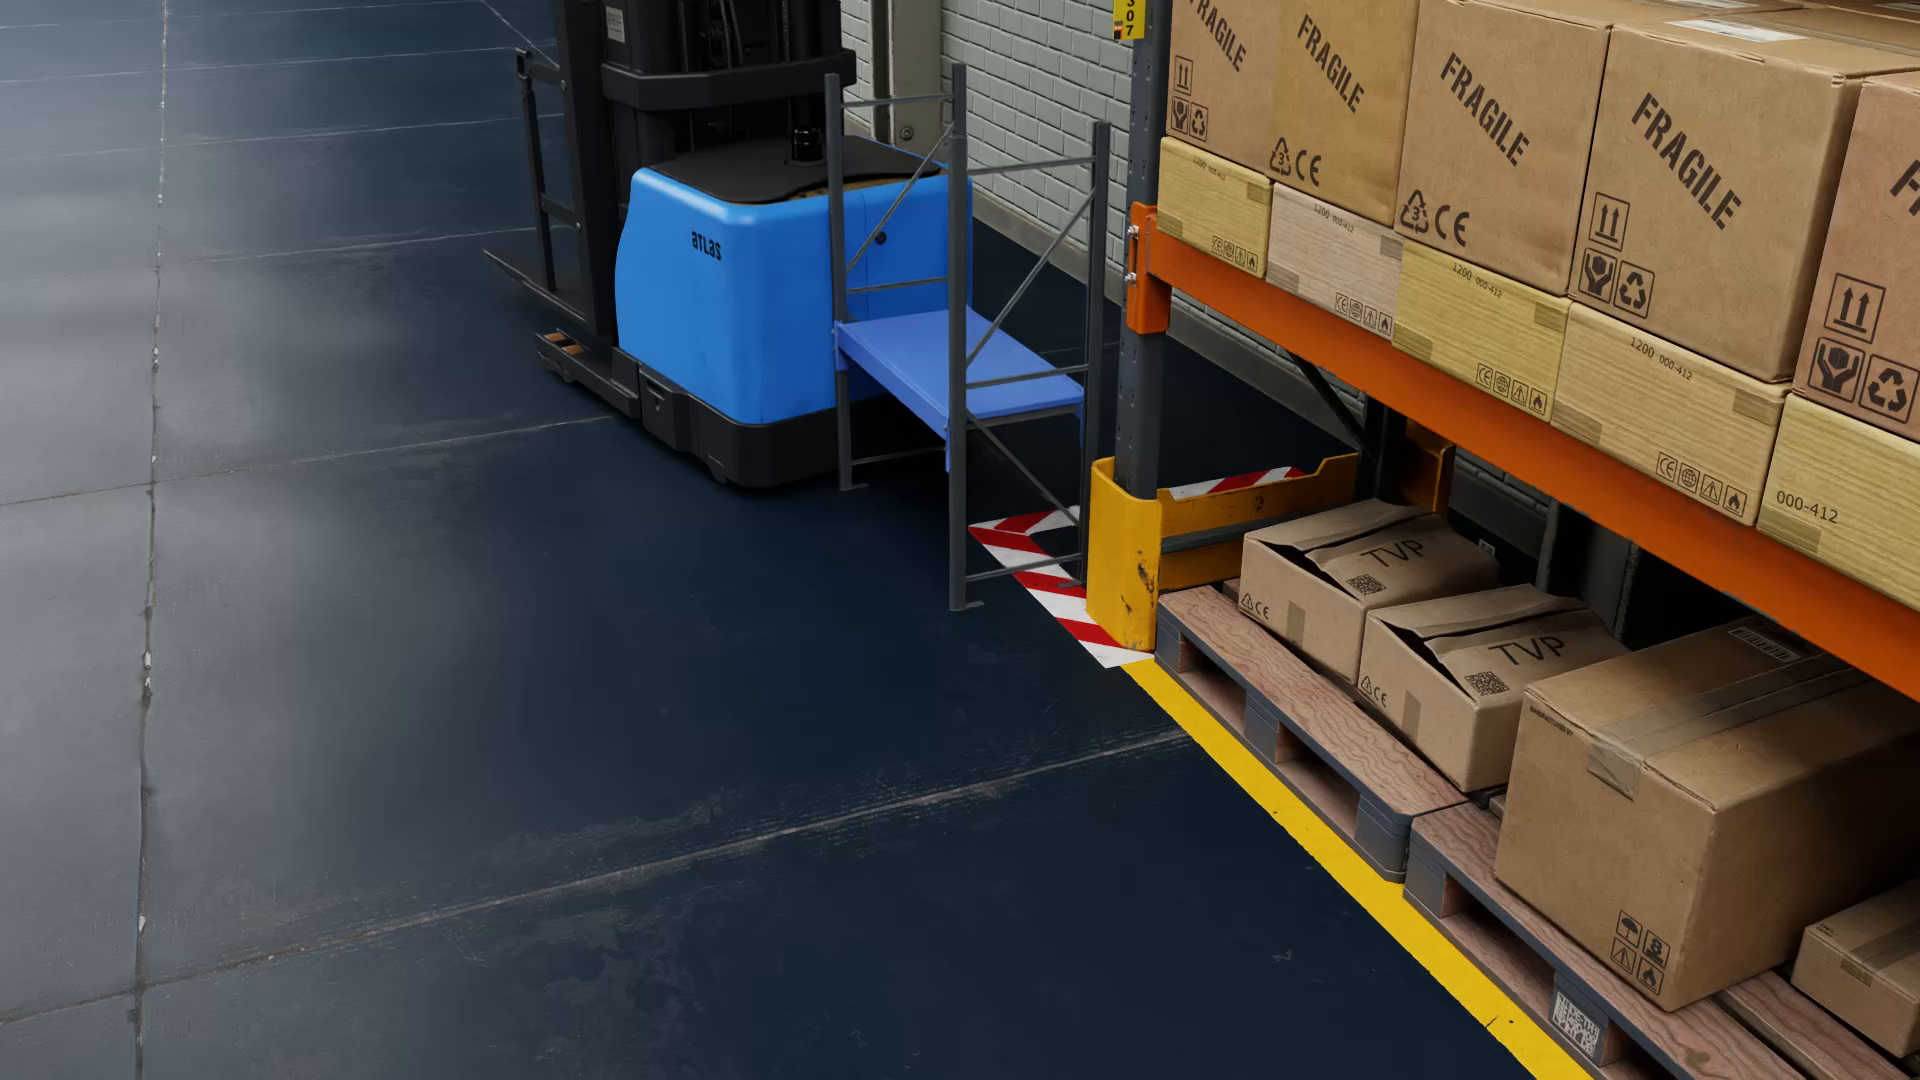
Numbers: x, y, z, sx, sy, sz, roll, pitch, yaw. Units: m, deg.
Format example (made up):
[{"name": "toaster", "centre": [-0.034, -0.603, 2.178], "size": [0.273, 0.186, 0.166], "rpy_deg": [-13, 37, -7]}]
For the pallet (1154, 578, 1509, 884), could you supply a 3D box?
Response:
[{"name": "pallet", "centre": [1.271, 0.417, 4.655], "size": [1.003, 0.211, 1.213], "rpy_deg": [-11, 28, -21]}]

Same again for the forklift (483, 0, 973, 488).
[{"name": "forklift", "centre": [-1.199, -2.095, 6.700], "size": [1.130, 2.935, 3.031], "rpy_deg": [-17, 31, -31]}]

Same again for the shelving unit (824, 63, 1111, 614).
[{"name": "shelving unit", "centre": [-0.006, -0.695, 5.464], "size": [0.538, 1.500, 1.048], "rpy_deg": [-11, 28, -21]}]

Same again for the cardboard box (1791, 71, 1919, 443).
[{"name": "cardboard box", "centre": [1.665, -0.408, 2.459], "size": [0.500, 0.500, 0.500], "rpy_deg": [-11, 28, -22]}]

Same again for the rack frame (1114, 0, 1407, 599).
[{"name": "rack frame", "centre": [0.956, -1.200, 4.790], "size": [1.000, 3.000, 0.127], "rpy_deg": [-11, 28, -21]}]

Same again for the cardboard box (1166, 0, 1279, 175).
[{"name": "cardboard box", "centre": [0.866, -1.235, 4.153], "size": [0.500, 0.500, 0.500], "rpy_deg": [-11, 28, -21]}]

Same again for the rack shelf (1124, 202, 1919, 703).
[{"name": "rack shelf", "centre": [1.739, -0.070, 3.294], "size": [1.077, 0.370, 4.000], "rpy_deg": [-11, 28, -21]}]

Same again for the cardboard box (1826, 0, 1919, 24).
[{"name": "cardboard box", "centre": [1.928, -0.709, 3.077], "size": [0.500, 0.500, 0.500], "rpy_deg": [-10, 28, -20]}]

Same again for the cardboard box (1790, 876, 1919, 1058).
[{"name": "cardboard box", "centre": [1.914, 0.849, 3.341], "size": [0.380, 0.149, 0.250], "rpy_deg": [-13, 29, -25]}]

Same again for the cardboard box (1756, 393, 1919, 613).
[{"name": "cardboard box", "centre": [1.659, -0.069, 2.621], "size": [0.500, 0.250, 0.500], "rpy_deg": [-11, 28, -21]}]

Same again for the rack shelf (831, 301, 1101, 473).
[{"name": "rack shelf", "centre": [-0.006, -0.533, 5.543], "size": [0.538, 0.185, 1.000], "rpy_deg": [-11, 28, -21]}]

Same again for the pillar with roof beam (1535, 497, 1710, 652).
[{"name": "pillar with roof beam", "centre": [-1.935, -3.023, 1.684], "size": [9.100, 9.000, 0.400], "rpy_deg": [-11, 28, -21]}]

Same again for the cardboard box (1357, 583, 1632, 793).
[{"name": "cardboard box", "centre": [1.367, 0.335, 4.208], "size": [0.500, 0.311, 0.500], "rpy_deg": [-8, 27, -16]}]

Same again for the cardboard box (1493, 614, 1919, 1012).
[{"name": "cardboard box", "centre": [1.609, 0.555, 3.543], "size": [0.700, 0.500, 0.500], "rpy_deg": [-12, 29, -24]}]

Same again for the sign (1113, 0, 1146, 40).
[{"name": "sign", "centre": [0.457, -1.496, 4.409], "size": [0.100, 0.325, 0.005], "rpy_deg": [-11, 28, -21]}]

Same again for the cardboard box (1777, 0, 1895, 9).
[{"name": "cardboard box", "centre": [1.731, -0.912, 3.493], "size": [0.500, 0.500, 0.500], "rpy_deg": [-11, 28, -22]}]

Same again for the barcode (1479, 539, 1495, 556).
[{"name": "barcode", "centre": [1.519, 0.039, 4.803], "size": [0.001, 0.075, 0.075], "rpy_deg": [-11, 28, -21]}]

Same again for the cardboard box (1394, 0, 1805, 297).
[{"name": "cardboard box", "centre": [1.247, -0.824, 3.312], "size": [0.500, 0.500, 0.500], "rpy_deg": [-12, 28, -22]}]

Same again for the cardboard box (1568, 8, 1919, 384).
[{"name": "cardboard box", "centre": [1.460, -0.617, 2.889], "size": [0.500, 0.500, 0.500], "rpy_deg": [-10, 28, -19]}]

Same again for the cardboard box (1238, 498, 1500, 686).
[{"name": "cardboard box", "centre": [1.144, 0.105, 4.680], "size": [0.500, 0.311, 0.500], "rpy_deg": [-14, 29, -26]}]

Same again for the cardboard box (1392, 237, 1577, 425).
[{"name": "cardboard box", "centre": [1.265, -0.477, 3.456], "size": [0.500, 0.250, 0.500], "rpy_deg": [-11, 28, -21]}]

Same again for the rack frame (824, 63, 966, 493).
[{"name": "rack frame", "centre": [-0.212, -0.899, 5.881], "size": [0.500, 1.500, 0.032], "rpy_deg": [-11, 28, -21]}]

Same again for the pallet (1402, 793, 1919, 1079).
[{"name": "pallet", "centre": [1.745, 0.909, 3.648], "size": [1.003, 0.211, 1.213], "rpy_deg": [-11, 28, -21]}]

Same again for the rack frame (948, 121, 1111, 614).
[{"name": "rack frame", "centre": [0.201, -0.491, 5.047], "size": [0.500, 1.500, 0.032], "rpy_deg": [-11, 28, -21]}]

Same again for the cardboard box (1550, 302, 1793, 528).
[{"name": "cardboard box", "centre": [1.461, -0.272, 3.037], "size": [0.500, 0.250, 0.500], "rpy_deg": [-10, 28, -20]}]

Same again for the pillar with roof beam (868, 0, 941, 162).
[{"name": "pillar with roof beam", "centre": [-4.285, -5.445, 6.645], "size": [9.100, 9.000, 0.400], "rpy_deg": [-11, 28, -21]}]

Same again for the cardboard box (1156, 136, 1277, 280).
[{"name": "cardboard box", "centre": [0.855, -0.891, 4.303], "size": [0.500, 0.250, 0.500], "rpy_deg": [-11, 28, -22]}]

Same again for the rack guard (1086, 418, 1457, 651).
[{"name": "rack guard", "centre": [0.986, -0.047, 5.276], "size": [1.175, 0.500, 0.348], "rpy_deg": [-11, 28, -21]}]

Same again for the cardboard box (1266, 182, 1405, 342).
[{"name": "cardboard box", "centre": [1.071, -0.683, 3.879], "size": [0.500, 0.250, 0.500], "rpy_deg": [-11, 28, -22]}]

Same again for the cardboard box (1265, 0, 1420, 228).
[{"name": "cardboard box", "centre": [1.051, -1.033, 3.741], "size": [0.500, 0.500, 0.500], "rpy_deg": [-10, 28, -20]}]
